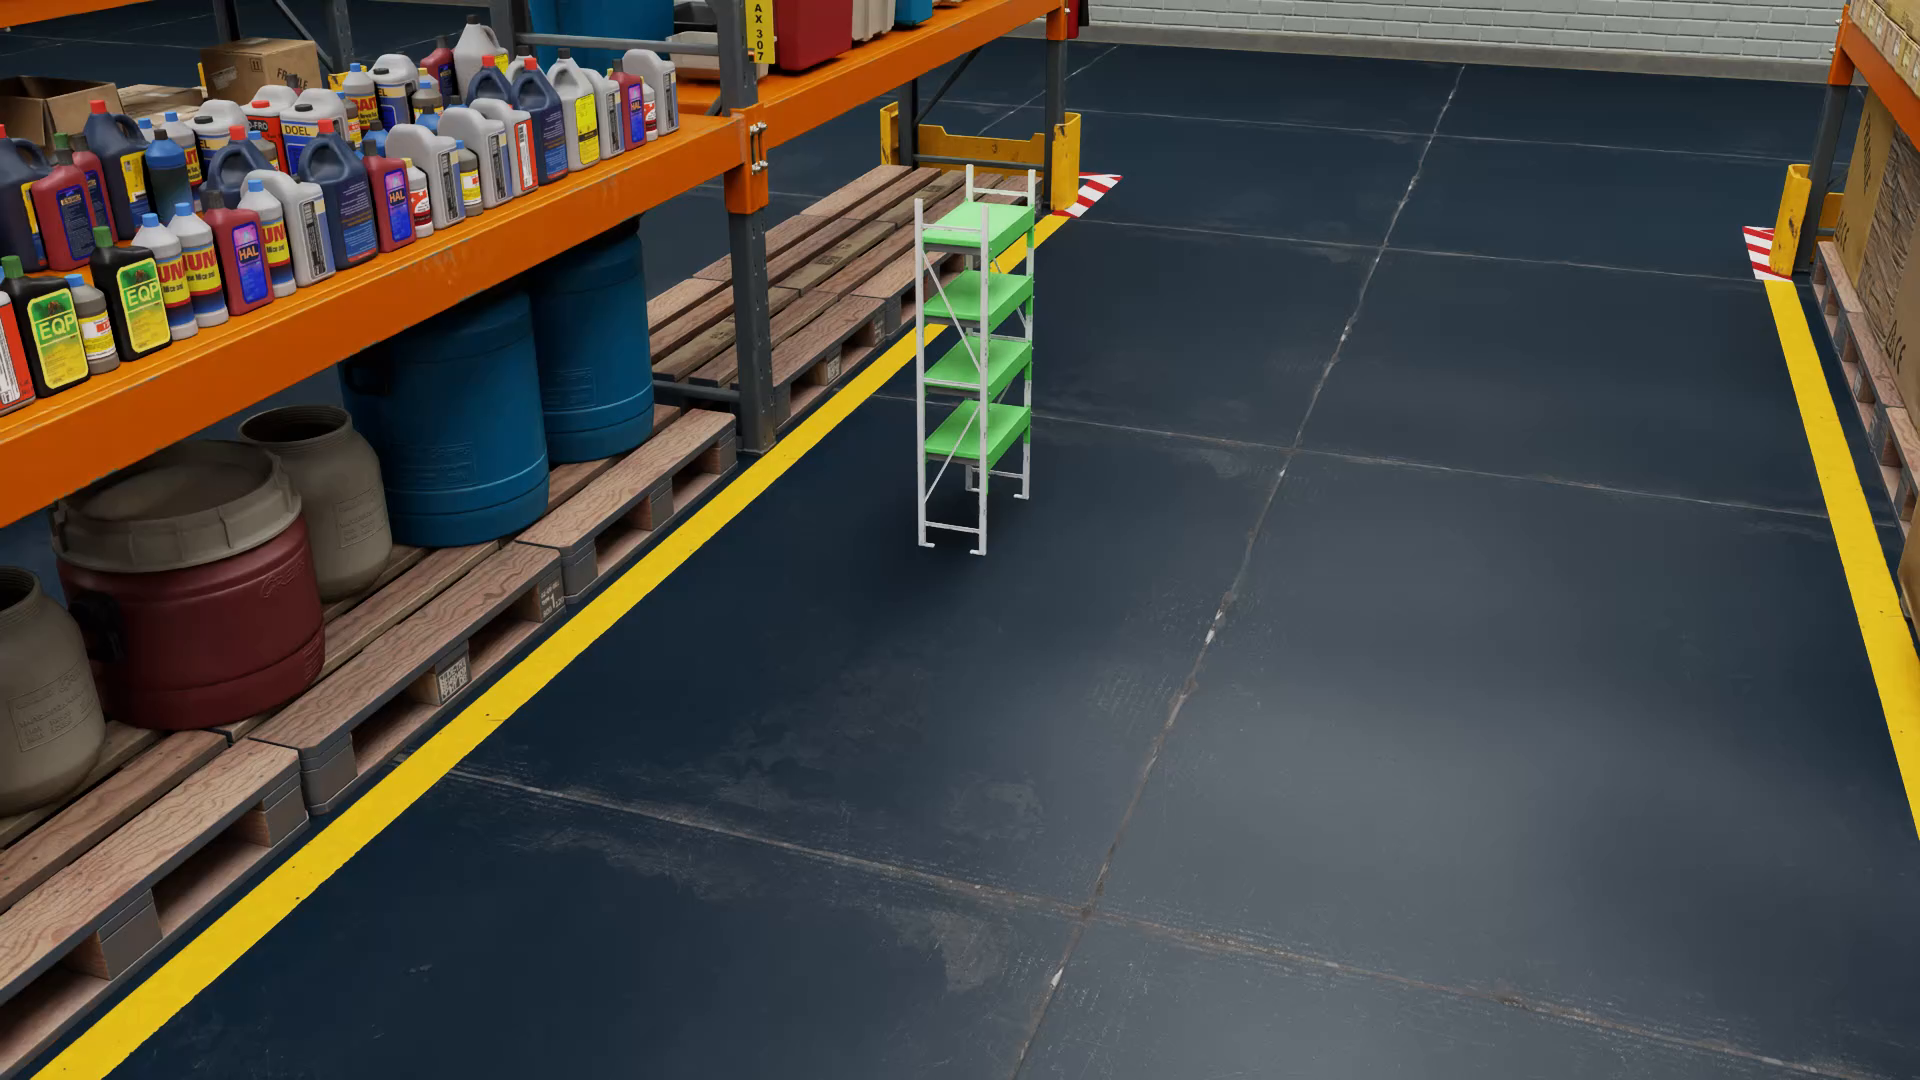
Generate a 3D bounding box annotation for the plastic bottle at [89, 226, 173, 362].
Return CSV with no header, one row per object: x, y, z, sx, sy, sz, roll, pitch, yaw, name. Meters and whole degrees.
-1.774,-0.536,3.548,0.061,0.283,0.133,9,27,17,plastic bottle

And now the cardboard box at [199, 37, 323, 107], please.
-4.497,-2.945,10.754,0.500,0.500,0.500,9,27,17,cardboard box

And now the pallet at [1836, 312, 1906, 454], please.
4.192,-0.598,6.744,1.003,0.211,1.213,9,27,17,pallet

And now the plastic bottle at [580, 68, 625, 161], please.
-1.158,-1.353,5.244,0.152,0.276,0.135,9,27,17,plastic bottle

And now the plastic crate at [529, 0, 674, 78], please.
-1.376,-2.029,6.447,0.392,0.384,0.575,9,27,17,plastic crate

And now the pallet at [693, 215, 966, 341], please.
-0.597,-1.323,8.241,1.003,0.211,1.213,9,27,17,pallet

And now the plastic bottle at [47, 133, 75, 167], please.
-2.322,-0.900,4.300,0.061,0.283,0.133,9,27,17,plastic bottle

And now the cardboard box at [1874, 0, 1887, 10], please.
4.211,-2.387,7.068,0.500,0.250,0.500,8,27,17,cardboard box

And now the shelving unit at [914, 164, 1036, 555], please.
0.055,-0.608,5.629,0.258,1.200,0.503,9,27,17,shelving unit

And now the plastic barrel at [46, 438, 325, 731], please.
-2.018,0.105,4.376,0.600,0.588,0.708,9,27,17,plastic barrel

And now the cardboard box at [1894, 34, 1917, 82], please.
3.852,-1.850,6.417,0.380,0.149,0.250,8,27,16,cardboard box

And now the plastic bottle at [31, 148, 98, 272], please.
-2.231,-0.824,4.144,0.061,0.283,0.133,9,27,17,plastic bottle

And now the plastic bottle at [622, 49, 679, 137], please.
-1.036,-1.503,5.554,0.152,0.276,0.135,9,27,17,plastic bottle

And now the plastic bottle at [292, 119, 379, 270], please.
-1.574,-0.868,4.156,0.144,0.351,0.185,9,27,17,plastic bottle

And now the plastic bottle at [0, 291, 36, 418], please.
-1.938,-0.389,3.254,0.152,0.276,0.135,9,27,17,plastic bottle

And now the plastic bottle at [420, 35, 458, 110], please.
-1.779,-1.571,5.687,0.061,0.283,0.133,9,27,17,plastic bottle

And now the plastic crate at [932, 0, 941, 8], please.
-0.240,-2.599,7.910,0.298,0.136,0.250,9,27,17,plastic crate

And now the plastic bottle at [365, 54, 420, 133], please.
-1.845,-1.426,5.396,0.152,0.276,0.135,9,27,17,plastic bottle

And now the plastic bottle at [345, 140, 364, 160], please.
-1.562,-0.895,4.305,0.097,0.271,0.097,0,26,0,plastic bottle

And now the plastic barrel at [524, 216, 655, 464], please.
-1.407,-0.791,5.868,0.600,0.901,0.708,9,27,17,plastic barrel

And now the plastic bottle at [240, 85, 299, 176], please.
-2.031,-1.196,4.921,0.152,0.276,0.135,9,27,17,plastic bottle

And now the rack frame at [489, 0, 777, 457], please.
-1.210,-1.768,5.959,1.000,3.000,0.127,9,27,17,rack frame

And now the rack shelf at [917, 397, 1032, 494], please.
0.055,-0.335,5.761,0.258,0.148,0.480,9,27,17,rack shelf

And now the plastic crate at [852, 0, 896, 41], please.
-0.528,-2.342,7.212,0.437,0.282,0.530,9,27,17,plastic crate

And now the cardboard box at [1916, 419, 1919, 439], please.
3.756,-0.542,5.383,0.875,0.875,0.875,9,27,17,cardboard box

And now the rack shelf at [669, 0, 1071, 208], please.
-0.544,-2.266,7.813,1.077,0.370,4.000,9,27,17,rack shelf

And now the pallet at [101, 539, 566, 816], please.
-1.910,0.302,4.885,1.003,0.211,1.213,9,27,17,pallet

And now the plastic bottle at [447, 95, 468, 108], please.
-1.449,-1.154,4.839,0.097,0.271,0.097,0,26,0,plastic bottle

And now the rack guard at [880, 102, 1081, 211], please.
0.117,-2.298,9.923,1.175,0.500,0.348,9,27,17,rack guard

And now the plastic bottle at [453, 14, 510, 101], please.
-1.646,-1.631,5.733,0.144,0.351,0.185,9,27,17,plastic bottle

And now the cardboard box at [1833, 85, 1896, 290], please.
4.654,-1.651,7.675,0.875,0.875,0.875,9,27,17,cardboard box

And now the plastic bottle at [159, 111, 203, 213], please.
-2.173,-1.055,4.635,0.097,0.271,0.097,0,26,0,plastic bottle

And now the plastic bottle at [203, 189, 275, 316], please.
-1.665,-0.670,3.827,0.061,0.283,0.133,9,27,17,plastic bottle

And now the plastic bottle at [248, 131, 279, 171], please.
-1.985,-1.057,4.719,0.097,0.201,0.097,0,26,0,plastic bottle

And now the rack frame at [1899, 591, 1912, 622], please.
3.461,-1.049,4.475,1.000,3.000,0.127,9,27,17,rack frame

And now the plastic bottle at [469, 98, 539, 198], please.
-1.326,-1.146,4.816,0.152,0.276,0.135,9,27,17,plastic bottle

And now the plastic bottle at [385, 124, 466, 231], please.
-1.448,-0.995,4.505,0.152,0.276,0.135,9,27,17,plastic bottle

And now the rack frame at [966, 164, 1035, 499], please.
0.136,-0.708,5.836,0.240,1.200,0.015,9,27,17,rack frame

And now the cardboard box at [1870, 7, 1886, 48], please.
4.108,-2.164,7.065,0.380,0.149,0.250,8,27,17,cardboard box

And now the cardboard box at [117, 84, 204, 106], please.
-5.163,-2.704,10.543,0.500,0.250,0.500,9,27,17,cardboard box

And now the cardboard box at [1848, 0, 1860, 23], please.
4.363,-2.482,7.722,0.380,0.149,0.250,9,27,18,cardboard box
